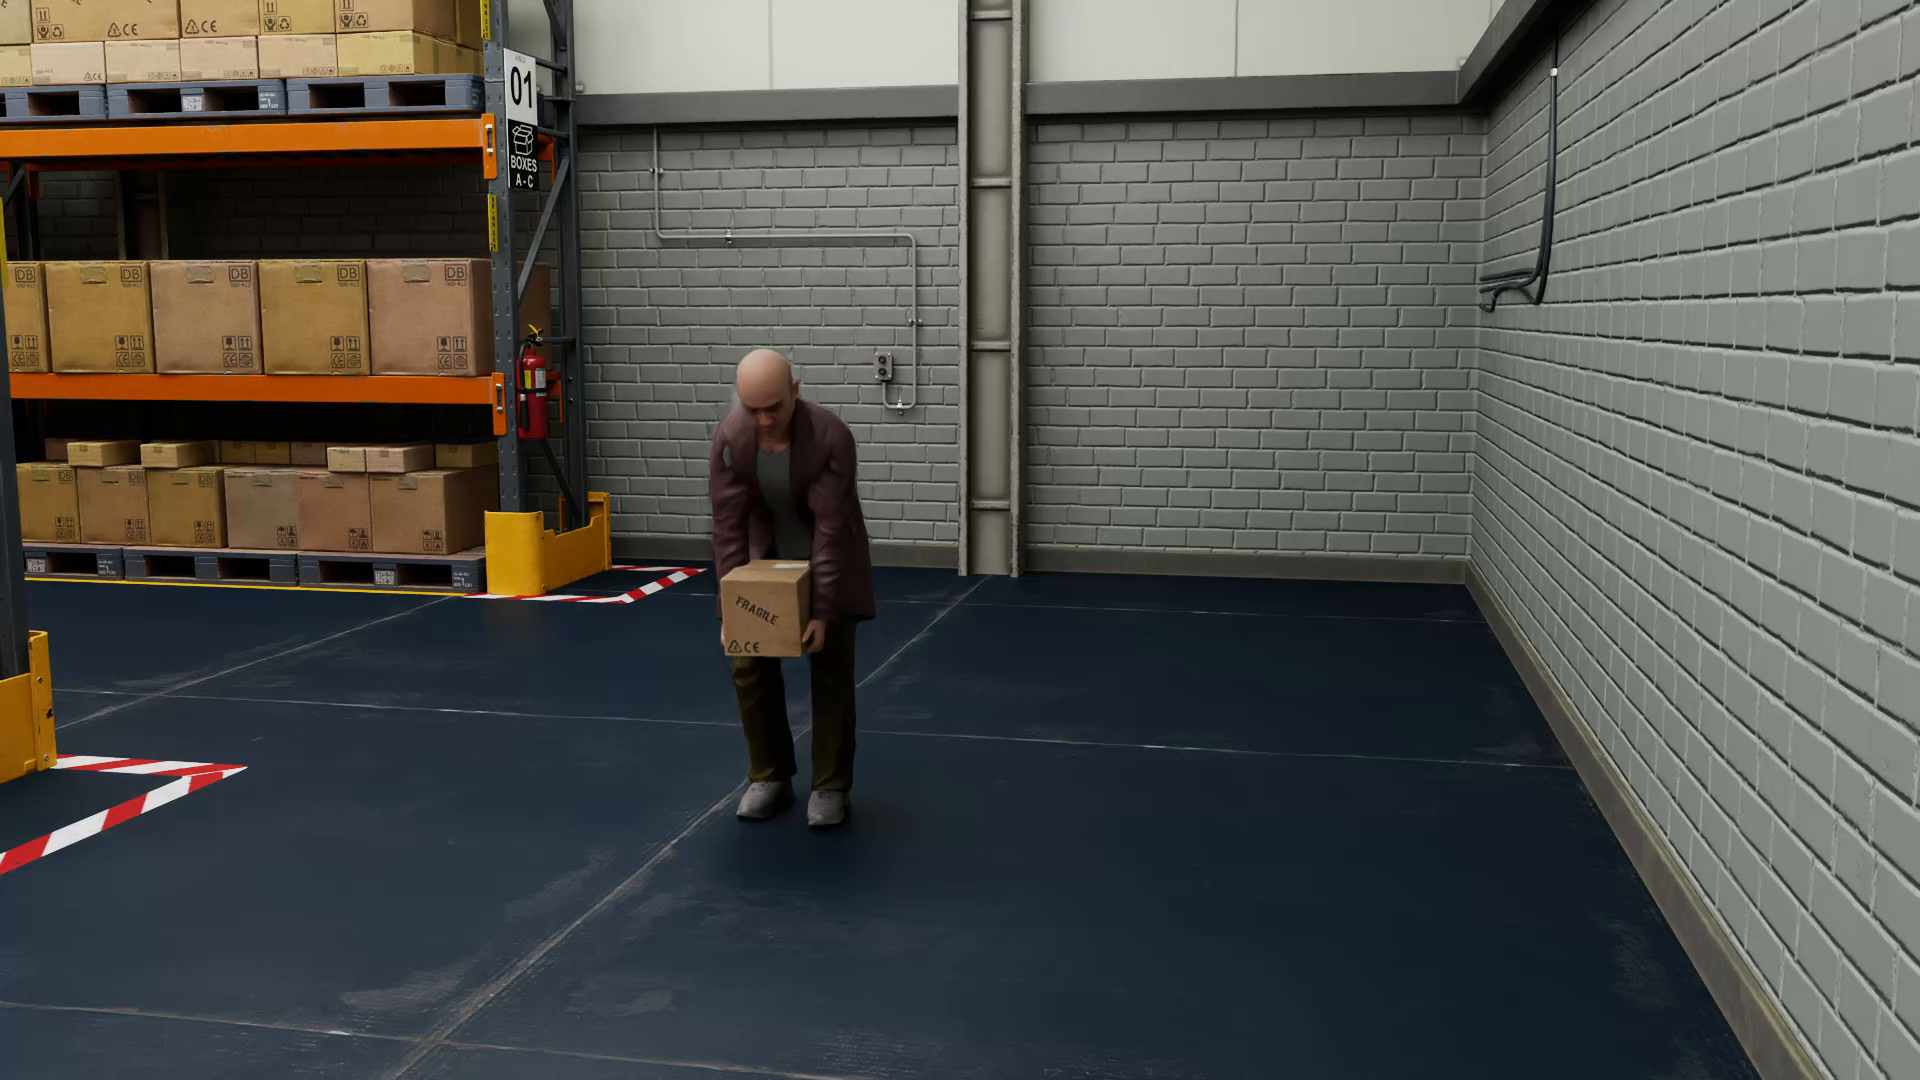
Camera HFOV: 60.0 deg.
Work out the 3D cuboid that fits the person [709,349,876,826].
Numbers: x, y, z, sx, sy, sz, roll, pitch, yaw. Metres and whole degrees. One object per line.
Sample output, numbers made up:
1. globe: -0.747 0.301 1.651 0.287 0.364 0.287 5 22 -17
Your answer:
1. person: -0.571 0.168 5.437 0.539 1.565 0.757 1 8 10
